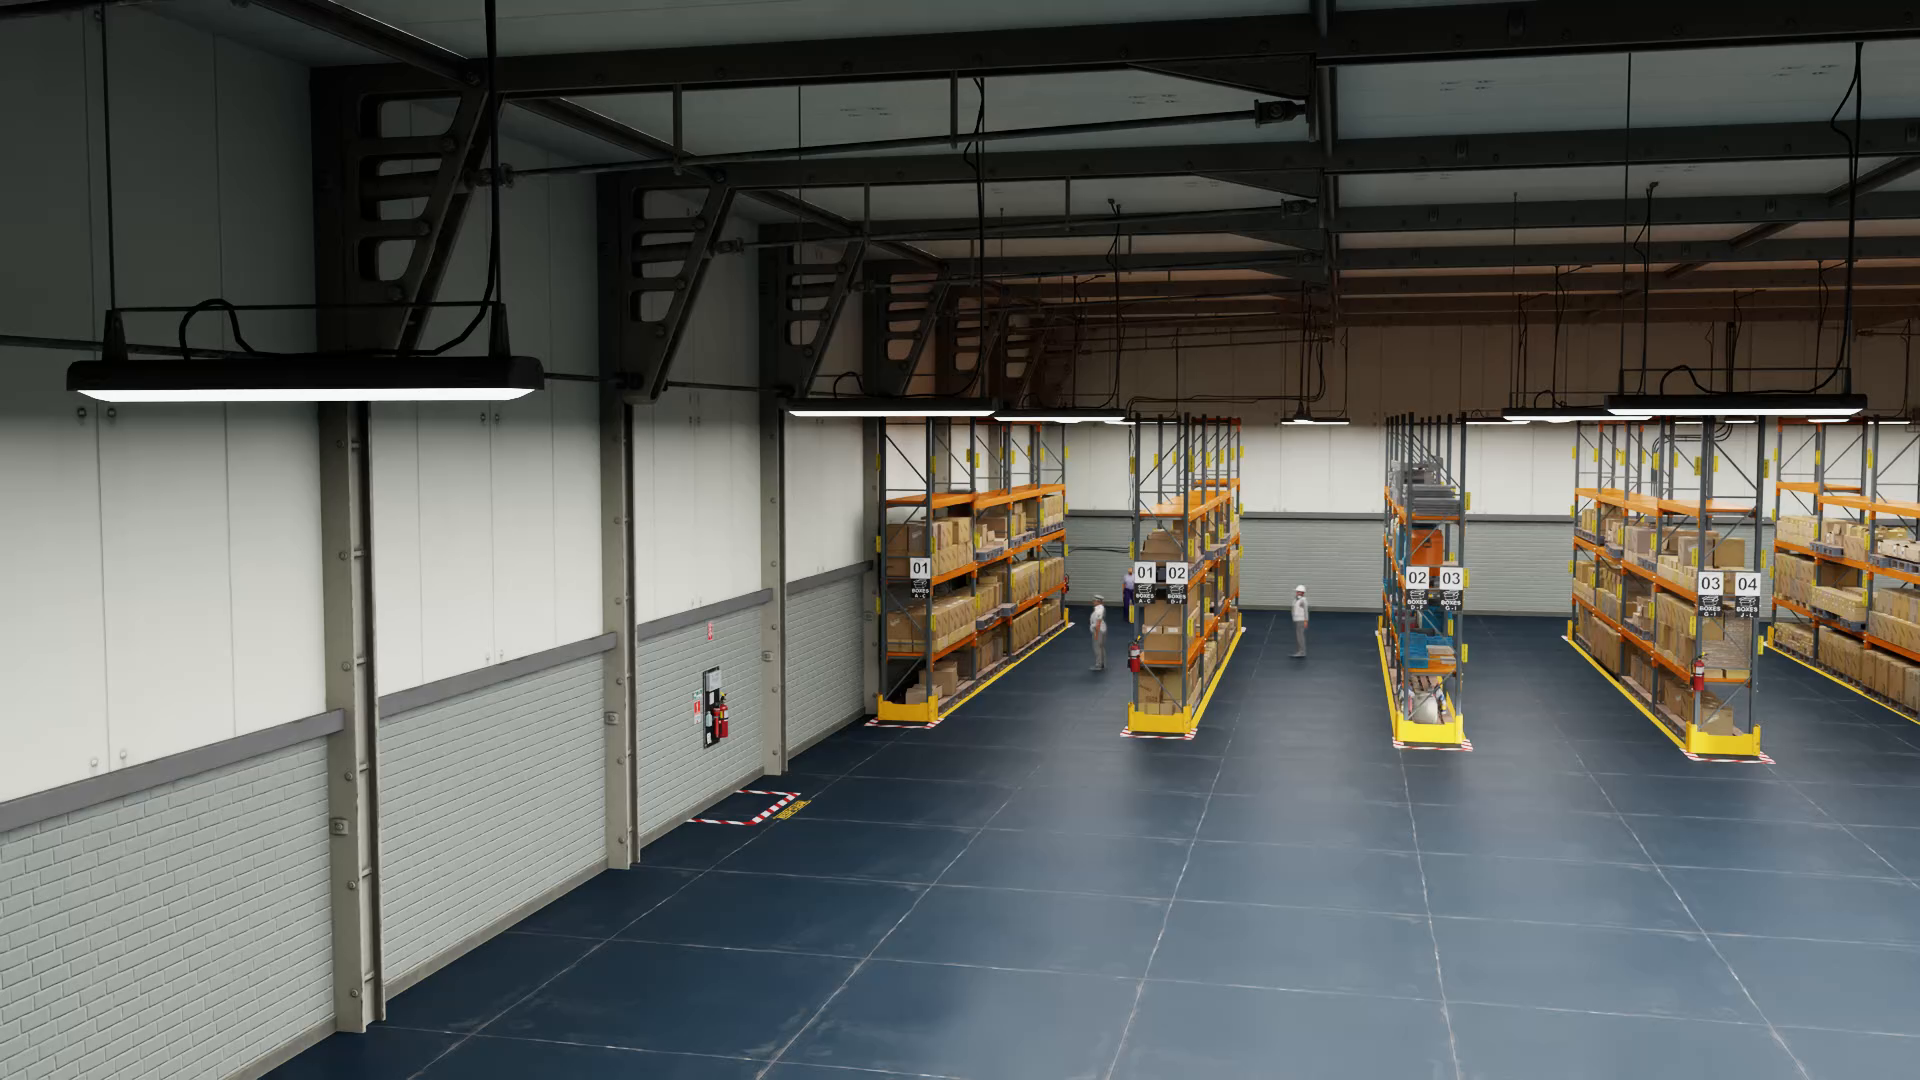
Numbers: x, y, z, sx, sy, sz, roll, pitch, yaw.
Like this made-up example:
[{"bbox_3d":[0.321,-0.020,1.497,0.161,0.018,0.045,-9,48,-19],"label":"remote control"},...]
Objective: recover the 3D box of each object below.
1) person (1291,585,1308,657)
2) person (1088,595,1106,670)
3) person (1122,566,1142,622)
[{"bbox_3d":[8.484,2.021,41.612,0.382,1.775,0.585,0,4,-2],"label":"person"},{"bbox_3d":[3.248,2.182,39.283,0.405,1.777,0.624,1,4,11],"label":"person"},{"bbox_3d":[5.074,1.588,49.063,0.495,1.643,0.562,-1,4,-17],"label":"person"}]
